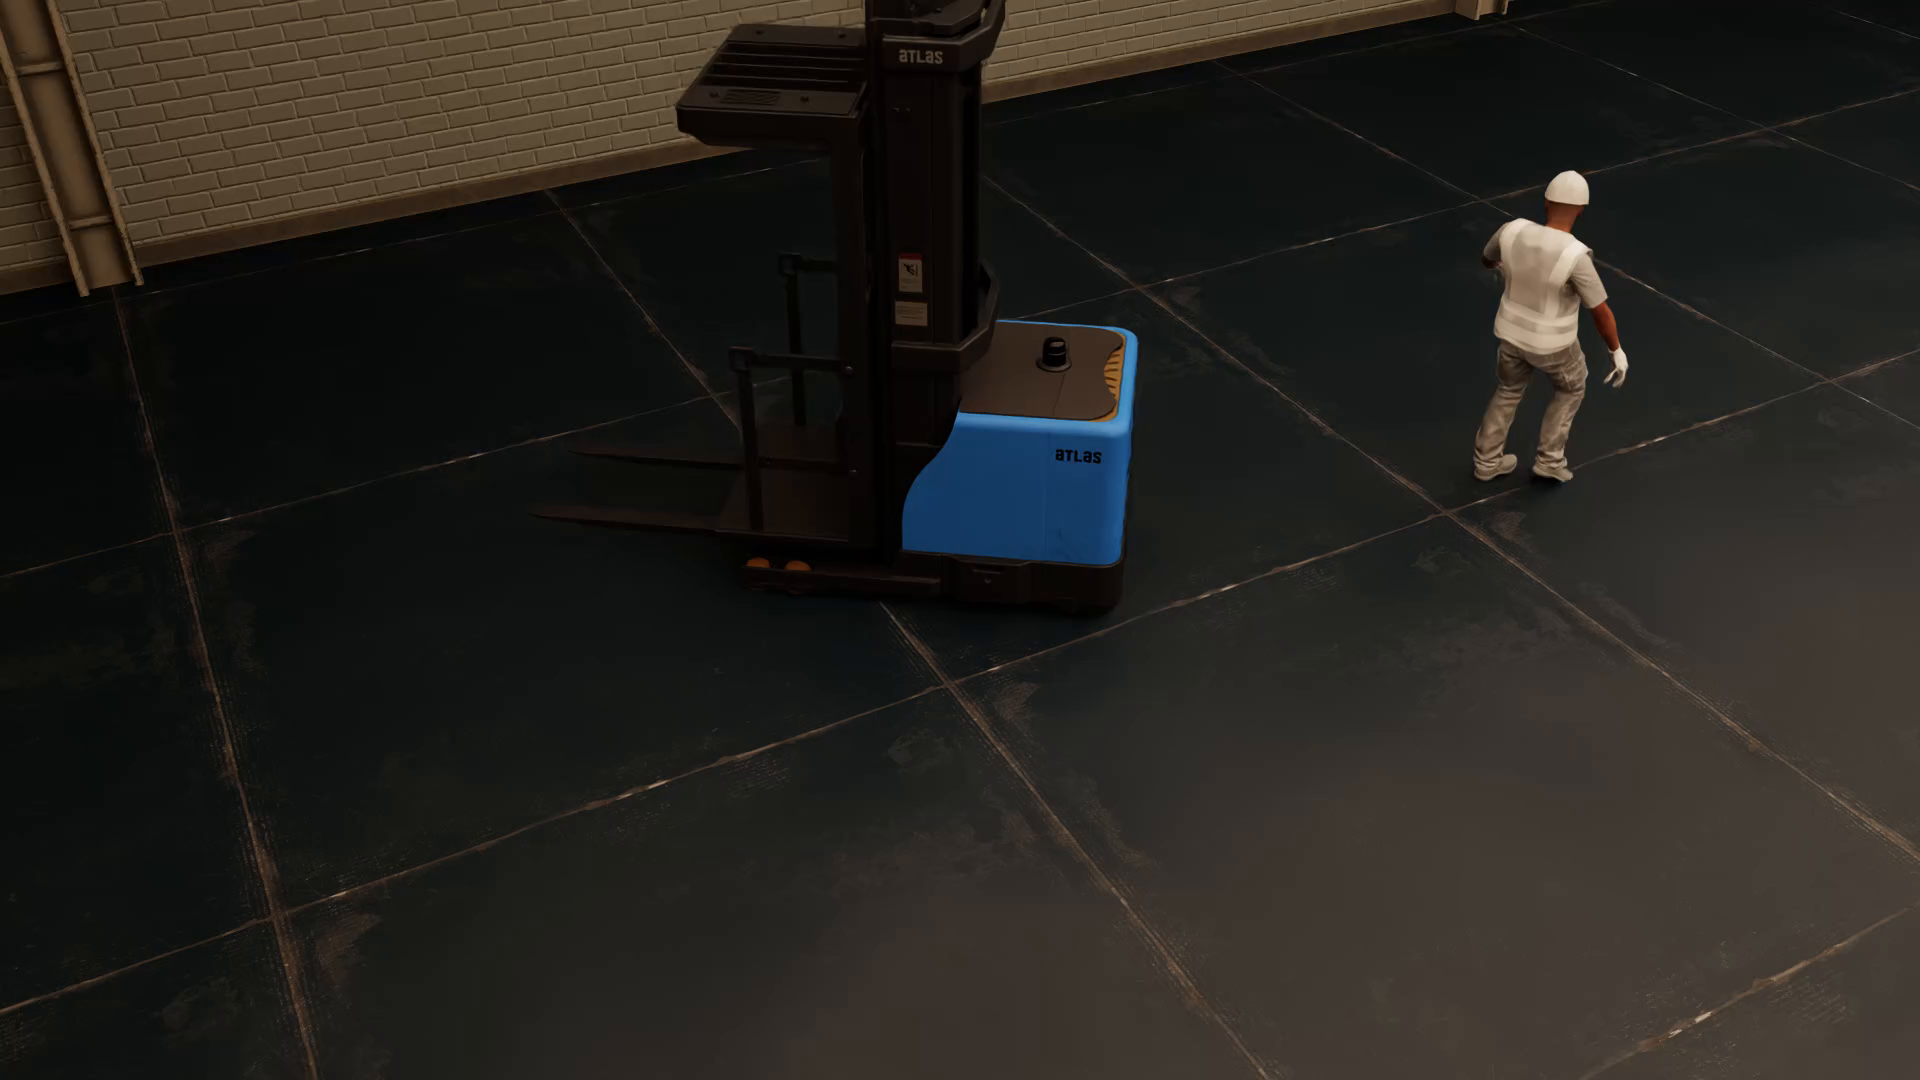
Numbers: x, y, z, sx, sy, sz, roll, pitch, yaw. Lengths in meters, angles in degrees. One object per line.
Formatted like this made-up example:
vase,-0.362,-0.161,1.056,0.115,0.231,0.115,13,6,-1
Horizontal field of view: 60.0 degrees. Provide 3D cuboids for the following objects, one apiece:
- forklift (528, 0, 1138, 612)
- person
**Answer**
forklift,-0.659,-1.223,7.853,3.031,2.935,1.130,5,36,6
person,3.063,-1.077,8.705,0.532,1.806,0.998,-23,41,-29
